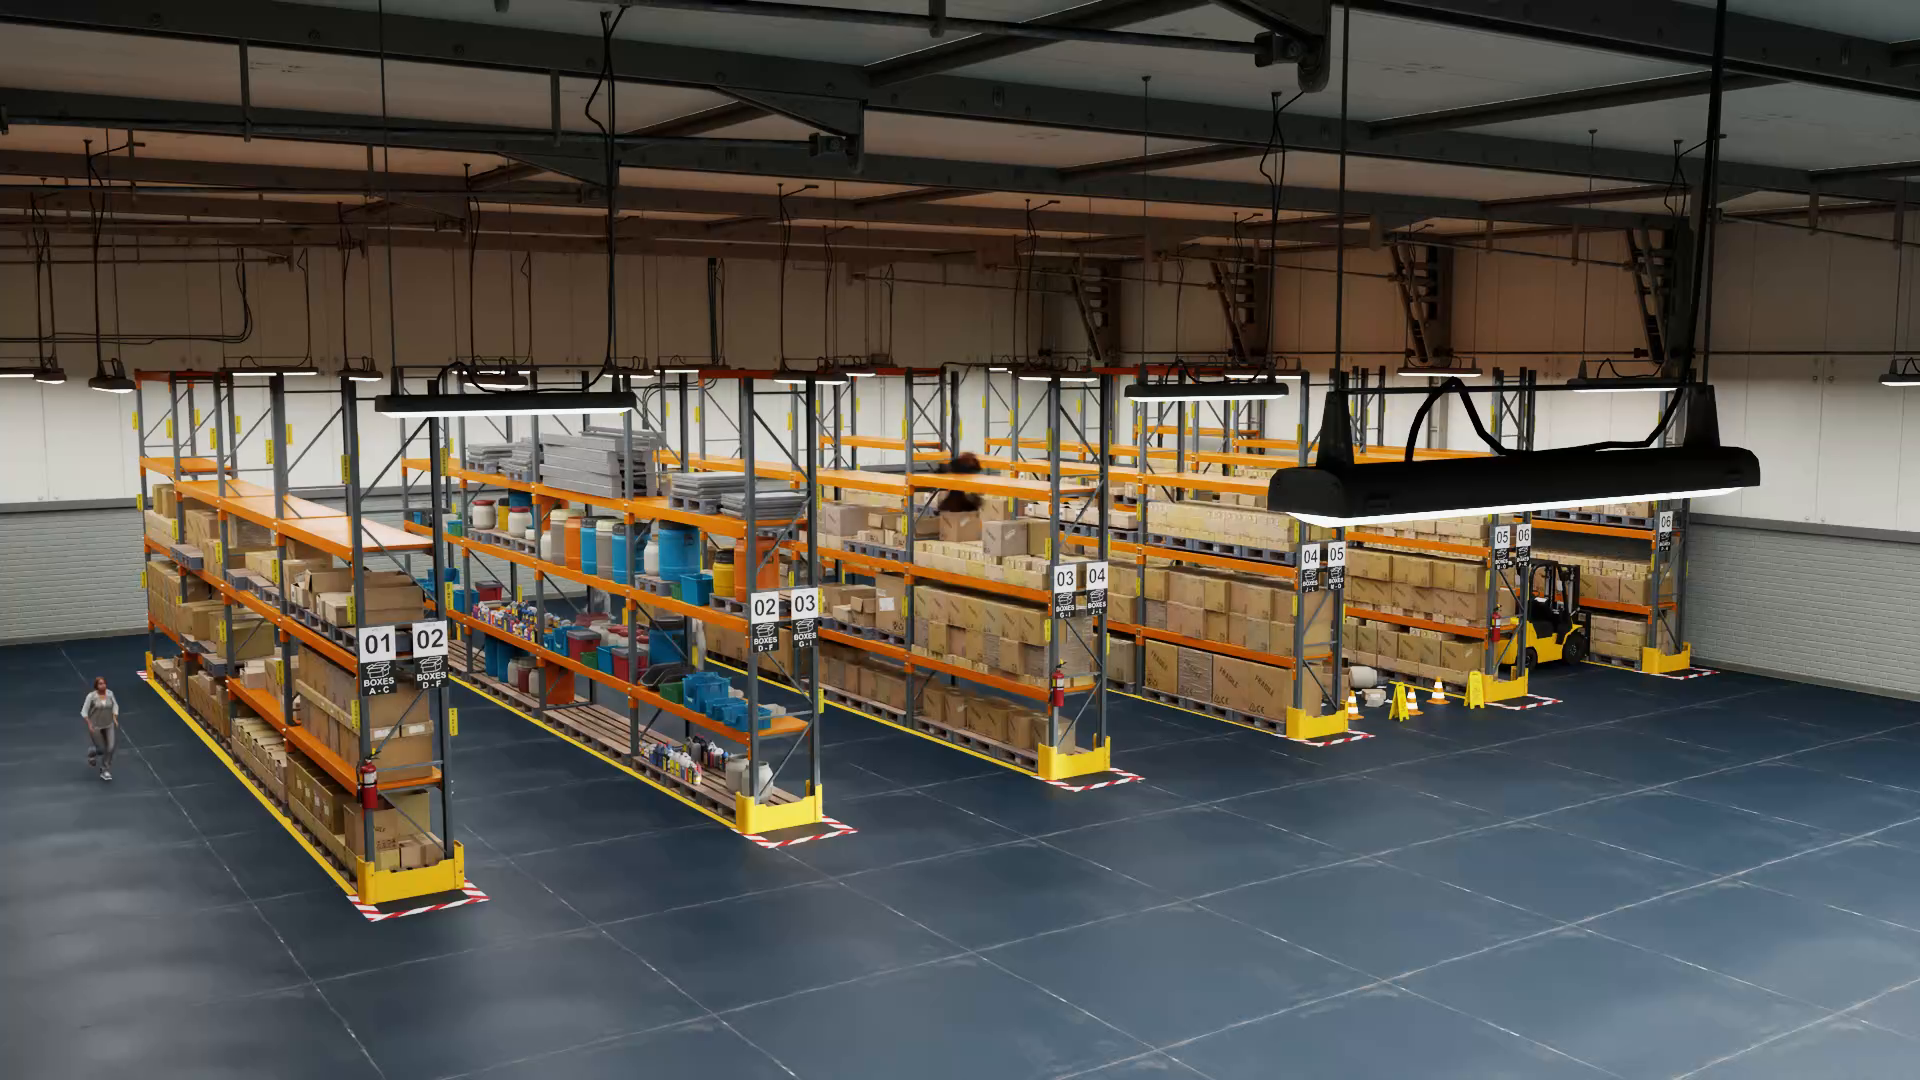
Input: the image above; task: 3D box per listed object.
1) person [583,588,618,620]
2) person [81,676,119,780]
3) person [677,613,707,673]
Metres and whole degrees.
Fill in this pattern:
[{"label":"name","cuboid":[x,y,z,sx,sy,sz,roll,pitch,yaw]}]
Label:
[{"label":"person","cuboid":[-8.545,1.044,39.427,0.803,1.703,0.620,-1,7,-11]},{"label":"person","cuboid":[-12.808,2.778,24.771,0.598,1.554,0.522,6,9,43]},{"label":"person","cuboid":[-5.231,1.786,32.474,0.642,1.840,0.762,-5,8,-39]}]
